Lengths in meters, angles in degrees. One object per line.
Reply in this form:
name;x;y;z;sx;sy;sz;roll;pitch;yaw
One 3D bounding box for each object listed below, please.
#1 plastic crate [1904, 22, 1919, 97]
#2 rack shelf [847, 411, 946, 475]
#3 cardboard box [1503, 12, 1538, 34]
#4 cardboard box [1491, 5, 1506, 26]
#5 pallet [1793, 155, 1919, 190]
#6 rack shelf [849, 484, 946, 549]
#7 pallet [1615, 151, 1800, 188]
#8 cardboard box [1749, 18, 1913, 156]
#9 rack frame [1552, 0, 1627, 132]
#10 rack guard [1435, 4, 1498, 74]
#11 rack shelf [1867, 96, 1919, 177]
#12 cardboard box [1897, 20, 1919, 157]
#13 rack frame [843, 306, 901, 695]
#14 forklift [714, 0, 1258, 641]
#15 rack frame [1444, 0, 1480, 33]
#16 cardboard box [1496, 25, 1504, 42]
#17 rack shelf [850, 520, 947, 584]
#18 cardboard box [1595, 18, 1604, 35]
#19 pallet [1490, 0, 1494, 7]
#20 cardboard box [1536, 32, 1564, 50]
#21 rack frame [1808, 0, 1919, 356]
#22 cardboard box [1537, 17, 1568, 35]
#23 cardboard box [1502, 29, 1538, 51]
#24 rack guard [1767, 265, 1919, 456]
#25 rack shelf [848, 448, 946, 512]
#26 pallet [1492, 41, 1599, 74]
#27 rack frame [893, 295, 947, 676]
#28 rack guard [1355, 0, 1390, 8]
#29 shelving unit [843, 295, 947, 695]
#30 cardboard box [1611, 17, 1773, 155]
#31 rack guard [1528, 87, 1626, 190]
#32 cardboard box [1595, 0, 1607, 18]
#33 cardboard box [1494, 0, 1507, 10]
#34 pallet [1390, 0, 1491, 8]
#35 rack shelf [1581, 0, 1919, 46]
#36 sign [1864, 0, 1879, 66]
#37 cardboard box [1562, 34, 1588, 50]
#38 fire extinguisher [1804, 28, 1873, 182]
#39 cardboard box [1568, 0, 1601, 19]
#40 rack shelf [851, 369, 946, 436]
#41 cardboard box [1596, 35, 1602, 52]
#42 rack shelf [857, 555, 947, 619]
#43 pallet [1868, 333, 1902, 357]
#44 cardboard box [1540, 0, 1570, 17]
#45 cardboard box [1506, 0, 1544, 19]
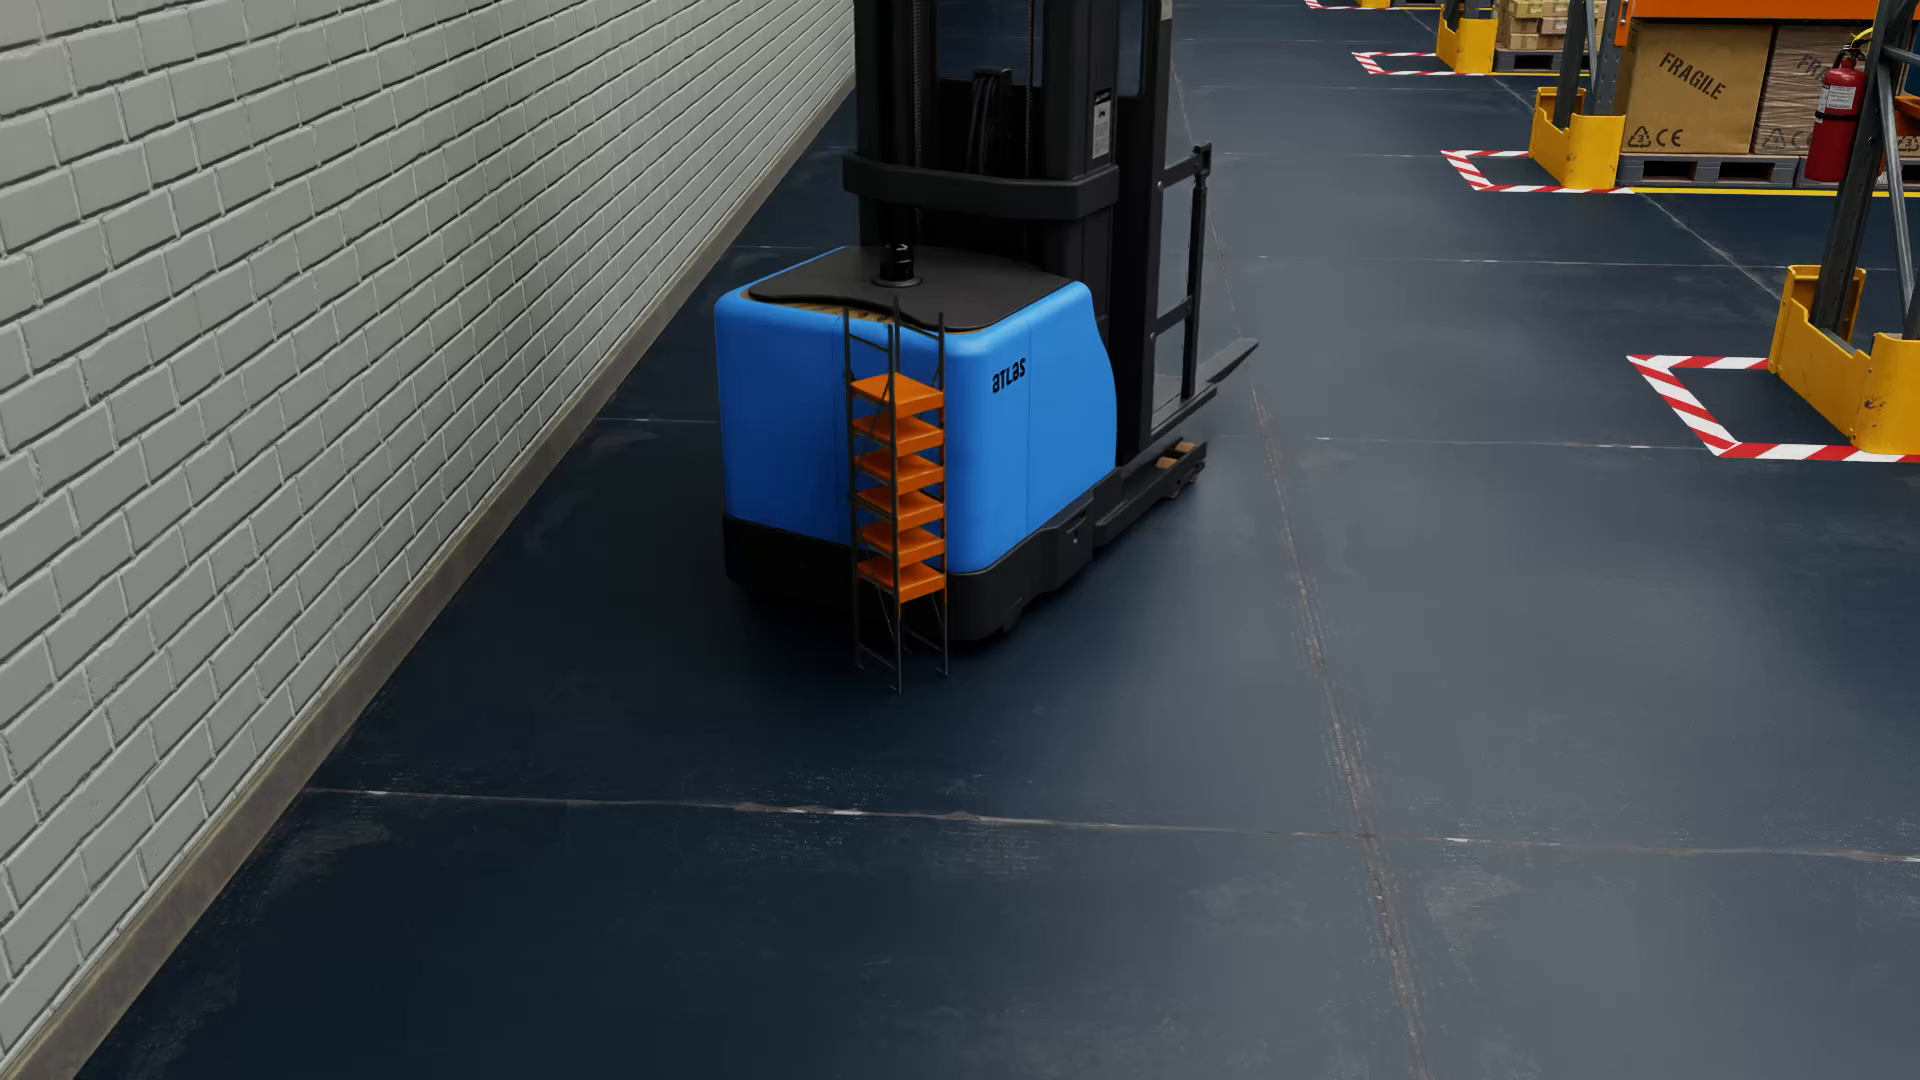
plastic crate;4.410;-2.080;7.068;0.499;0.435;0.616;2;25;4
rack shelf;-0.192;-0.303;5.003;0.180;0.103;0.258;-19;31;-34
cardboard box;5.424;-5.005;16.091;0.250;0.149;0.380;3;25;6
cardboard box;5.470;-5.231;16.581;0.250;0.149;0.380;1;25;3
pallet;6.457;-2.734;11.939;1.213;0.211;1.003;2;25;4
rack shelf;-0.192;-0.085;5.104;0.180;0.103;0.258;-19;31;-34
pallet;5.244;-2.774;12.026;1.213;0.211;1.003;2;25;4
cardboard box;5.993;-3.243;11.749;0.875;0.875;0.875;2;25;4
rack frame;4.441;-4.034;11.428;0.127;3.000;1.000;2;25;4
rack guard;4.997;-4.960;16.431;0.348;0.500;1.175;2;25;4
rack shelf;6.056;-1.579;6.953;4.000;0.370;1.077;2;25;4
cardboard box;6.880;-3.215;11.687;0.875;0.875;0.875;2;25;4
rack frame;-0.263;-0.101;5.034;0.006;1.200;0.240;-19;31;-34
forklift;0.348;-1.580;6.178;1.130;2.935;3.031;13;28;27
rack frame;4.922;-6.098;15.914;0.127;3.000;1.000;2;25;4
cardboard box;5.462;-5.064;16.574;0.250;0.149;0.380;2;25;5
rack shelf;-0.191;0.024;5.155;0.180;0.103;0.258;-19;31;-34
cardboard box;6.191;-4.948;15.968;0.250;0.149;0.380;3;25;6
pallet;7.216;-6.864;20.915;1.213;0.211;1.003;2;25;4
cardboard box;5.687;-4.869;16.151;0.250;0.149;0.380;2;25;4
rack frame;4.062;-1.970;6.942;0.127;3.000;1.000;2;25;4
cardboard box;5.693;-4.973;16.021;0.250;0.149;0.380;2;25;4
cardboard box;5.419;-4.843;16.095;0.250;0.149;0.380;2;25;5
rack guard;4.037;-0.829;7.454;0.348;0.500;1.175;2;25;4
rack shelf;-0.192;-0.194;5.054;0.180;0.103;0.258;-19;31;-34
pallet;5.805;-4.788;16.403;1.213;0.211;1.003;2;25;4
rack frame;-0.120;-0.149;5.137;0.006;1.200;0.240;-19;31;-34
rack guard;5.176;-7.029;20.929;0.348;0.500;1.175;2;25;4
shelving unit;-0.192;-0.125;5.086;0.189;1.200;0.258;-19;31;-34
cardboard box;5.085;-3.272;11.812;0.875;0.875;0.875;2;25;4
rack guard;4.417;-2.899;11.952;0.348;0.500;1.175;2;25;4
cardboard box;6.197;-5.112;15.967;0.250;0.149;0.380;1;25;1
cardboard box;5.469;-5.352;16.490;0.250;0.149;0.380;2;25;5
pallet;6.003;-6.904;21.003;1.213;0.211;1.003;2;25;4
rack shelf;6.435;-3.643;11.439;4.000;0.370;1.077;2;25;4
sign;4.088;-2.273;7.407;0.005;0.325;0.100;2;25;4
cardboard box;5.935;-4.864;16.140;0.250;0.149;0.380;2;25;5
fire extinguisher;3.946;-1.959;7.458;0.183;0.674;0.296;2;25;4
cardboard box;5.943;-5.085;15.910;0.250;0.149;0.380;2;25;4
rack shelf;-0.193;-0.411;4.953;0.180;0.103;0.258;-19;31;-34
cardboard box;6.181;-4.810;16.023;0.250;0.149;0.380;2;25;5
rack shelf;-0.191;0.133;5.205;0.180;0.103;0.258;-19;31;-34
pallet;4.881;-0.660;7.432;1.213;0.211;1.003;2;25;4
cardboard box;5.702;-5.147;16.043;0.250;0.149;0.380;2;25;5
cardboard box;5.418;-5.105;15.953;0.250;0.149;0.380;1;25;2
